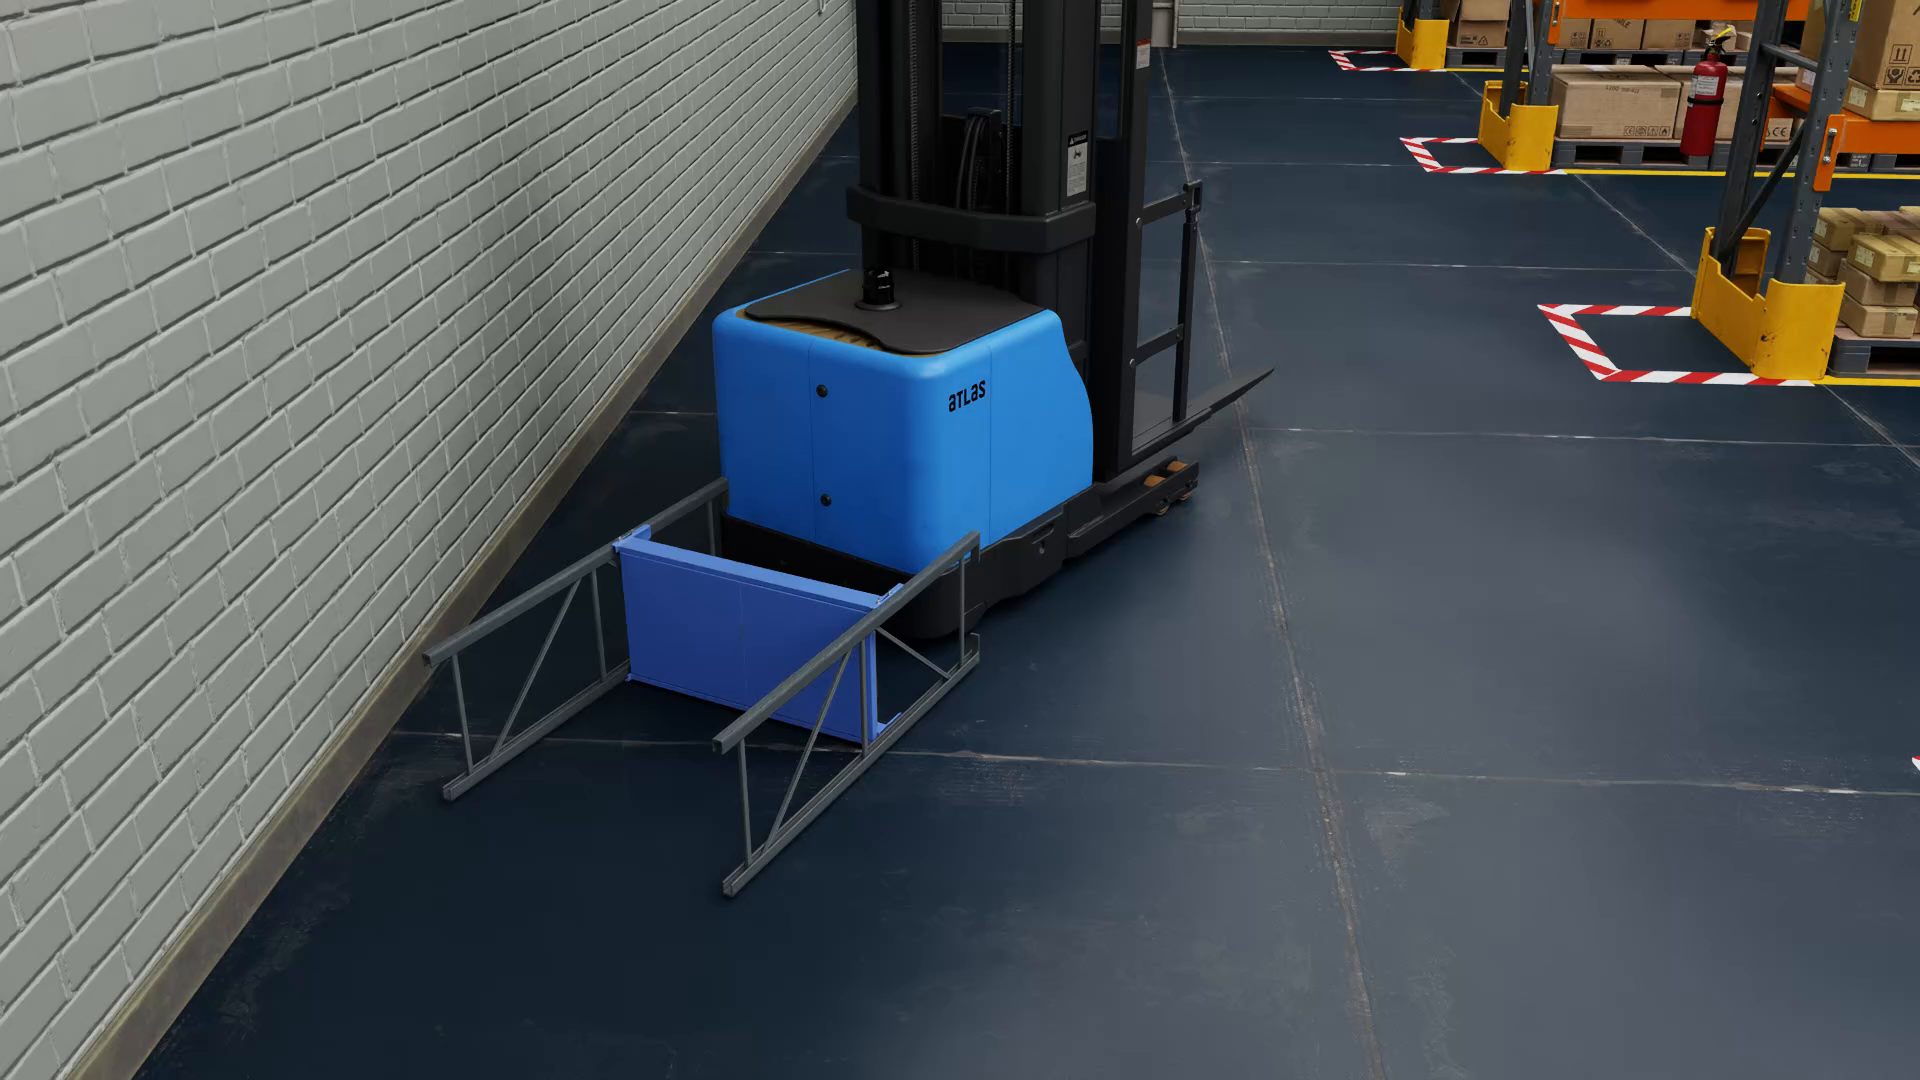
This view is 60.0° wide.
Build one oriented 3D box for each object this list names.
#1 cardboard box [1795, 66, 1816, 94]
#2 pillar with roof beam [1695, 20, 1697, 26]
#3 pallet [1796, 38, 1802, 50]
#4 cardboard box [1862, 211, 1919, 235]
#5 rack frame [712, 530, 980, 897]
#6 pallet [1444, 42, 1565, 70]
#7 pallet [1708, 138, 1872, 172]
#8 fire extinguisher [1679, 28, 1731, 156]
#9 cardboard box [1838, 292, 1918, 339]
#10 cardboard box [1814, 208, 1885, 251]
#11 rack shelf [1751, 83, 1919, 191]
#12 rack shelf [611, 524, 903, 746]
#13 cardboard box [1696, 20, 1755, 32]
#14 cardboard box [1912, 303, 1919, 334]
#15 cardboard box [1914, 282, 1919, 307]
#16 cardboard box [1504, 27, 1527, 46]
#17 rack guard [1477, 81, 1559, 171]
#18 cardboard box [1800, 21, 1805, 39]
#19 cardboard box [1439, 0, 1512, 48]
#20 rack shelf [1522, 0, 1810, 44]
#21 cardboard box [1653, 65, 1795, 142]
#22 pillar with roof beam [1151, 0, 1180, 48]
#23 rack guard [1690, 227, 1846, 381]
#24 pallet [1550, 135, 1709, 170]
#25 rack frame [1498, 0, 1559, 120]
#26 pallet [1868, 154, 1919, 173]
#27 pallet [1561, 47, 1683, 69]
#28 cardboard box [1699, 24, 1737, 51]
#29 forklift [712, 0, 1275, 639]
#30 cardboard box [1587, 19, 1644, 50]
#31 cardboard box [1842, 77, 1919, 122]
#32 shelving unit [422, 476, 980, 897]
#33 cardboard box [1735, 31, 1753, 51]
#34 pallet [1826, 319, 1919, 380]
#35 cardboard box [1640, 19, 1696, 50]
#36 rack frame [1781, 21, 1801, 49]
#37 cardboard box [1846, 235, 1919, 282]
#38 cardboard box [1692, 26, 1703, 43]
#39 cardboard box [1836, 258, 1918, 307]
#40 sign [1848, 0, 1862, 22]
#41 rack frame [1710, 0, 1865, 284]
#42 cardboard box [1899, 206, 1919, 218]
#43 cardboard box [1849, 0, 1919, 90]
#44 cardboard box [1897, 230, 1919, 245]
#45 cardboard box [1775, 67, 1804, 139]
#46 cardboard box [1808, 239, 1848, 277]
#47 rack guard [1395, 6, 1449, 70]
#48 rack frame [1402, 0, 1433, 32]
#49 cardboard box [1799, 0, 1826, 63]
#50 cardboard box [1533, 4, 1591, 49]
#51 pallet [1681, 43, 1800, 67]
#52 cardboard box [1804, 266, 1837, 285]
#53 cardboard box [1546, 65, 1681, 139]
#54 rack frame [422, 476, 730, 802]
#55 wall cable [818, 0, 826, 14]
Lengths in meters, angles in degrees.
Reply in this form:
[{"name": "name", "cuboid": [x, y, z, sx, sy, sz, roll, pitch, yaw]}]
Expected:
[{"name": "cardboard box", "cuboid": [4.595, -2.423, 8.729, 0.250, 0.149, 0.380, 2, 25, 4]}, {"name": "pillar with roof beam", "cuboid": [7.936, -7.766, 12.863, 0.400, 9.000, 9.100, 2, 25, 4]}, {"name": "pallet", "cuboid": [9.704, -5.160, 17.712, 1.213, 0.211, 1.003, 2, 25, 4]}, {"name": "cardboard box", "cuboid": [5.041, -1.653, 8.950, 0.250, 0.149, 0.380, 2, 25, 5]}, {"name": "rack frame", "cuboid": [-0.293, 0.474, 5.075, 0.032, 0.500, 1.500, 12, 27, 25]}, {"name": "pallet", "cuboid": [5.773, -5.271, 17.953, 1.213, 0.211, 1.003, 2, 25, 4]}, {"name": "pallet", "cuboid": [6.542, -3.197, 13.444, 1.213, 0.211, 1.003, 2, 25, 4]}, {"name": "fire extinguisher", "cuboid": [4.032, -2.426, 8.973, 0.183, 0.674, 0.296, 2, 25, 4]}, {"name": "cardboard box", "cuboid": [4.746, -1.176, 8.625, 0.250, 0.149, 0.380, 2, 25, 5]}, {"name": "cardboard box", "cuboid": [4.795, -1.685, 9.019, 0.250, 0.149, 0.380, 2, 25, 5]}, {"name": "rack shelf", "cuboid": [6.242, -2.039, 8.454, 4.000, 0.370, 1.077, 2, 25, 4]}, {"name": "rack shelf", "cuboid": [-0.661, 0.310, 5.433, 1.000, 0.538, 0.185, 12, 27, 25]}, {"name": "cardboard box", "cuboid": [8.250, -5.526, 17.886, 0.500, 0.311, 0.500, 3, 25, 6]}, {"name": "cardboard box", "cuboid": [5.013, -1.201, 8.681, 0.250, 0.149, 0.380, 2, 25, 4]}, {"name": "cardboard box", "cuboid": [5.019, -1.305, 8.550, 0.250, 0.149, 0.380, 2, 25, 4]}, {"name": "cardboard box", "cuboid": [5.926, -5.372, 17.745, 0.250, 0.149, 0.380, 1, 25, 2]}, {"name": "rack guard", "cuboid": [4.502, -3.362, 13.458, 0.348, 0.500, 1.175, 2, 25, 4]}, {"name": "cardboard box", "cuboid": [9.403, -5.600, 17.820, 0.500, 0.500, 0.500, 2, 25, 4]}, {"name": "cardboard box", "cuboid": [5.505, -5.563, 17.735, 0.637, 0.503, 0.797, 1, 25, 2]}, {"name": "rack shelf", "cuboid": [6.520, -4.106, 12.945, 4.000, 0.370, 1.077, 2, 25, 4]}, {"name": "cardboard box", "cuboid": [6.105, -3.518, 13.370, 0.875, 0.438, 0.875, 2, 25, 5]}, {"name": "pillar with roof beam", "cuboid": [1.953, -7.958, 13.280, 0.400, 9.000, 9.100, 2, 25, 4]}, {"name": "rack guard", "cuboid": [4.324, -1.292, 8.960, 0.348, 0.500, 1.175, 2, 25, 4]}, {"name": "pallet", "cuboid": [5.329, -3.237, 13.532, 1.213, 0.211, 1.003, 2, 25, 4]}, {"name": "rack frame", "cuboid": [4.526, -4.496, 12.934, 0.127, 3.000, 1.000, 2, 25, 4]}, {"name": "pallet", "cuboid": [7.762, -3.159, 13.362, 1.213, 0.211, 1.003, 2, 25, 4]}, {"name": "pallet", "cuboid": [6.986, -5.231, 17.866, 1.213, 0.211, 1.003, 2, 25, 4]}, {"name": "cardboard box", "cuboid": [7.957, -5.293, 17.433, 0.258, 0.266, 0.396, 3, 25, 6]}, {"name": "forklift", "cuboid": [0.366, -1.542, 6.595, 1.130, 2.935, 3.031, 17, 30, 32]}, {"name": "cardboard box", "cuboid": [6.874, -5.459, 17.514, 0.500, 0.500, 0.500, 2, 25, 5]}, {"name": "cardboard box", "cuboid": [4.546, -2.169, 8.176, 0.250, 0.149, 0.380, 2, 25, 4]}, {"name": "shelving unit", "cuboid": [-0.744, 0.376, 5.288, 1.048, 0.538, 1.500, 12, 27, 25]}, {"name": "cardboard box", "cuboid": [8.313, -5.228, 17.432, 0.250, 0.149, 0.380, 1, 25, 2]}, {"name": "pallet", "cuboid": [5.131, -1.120, 8.932, 1.213, 0.211, 1.003, 2, 25, 4]}, {"name": "cardboard box", "cuboid": [7.389, -5.485, 17.569, 0.500, 0.500, 0.700, 1, 25, 2]}, {"name": "rack frame", "cuboid": [8.891, -6.437, 17.152, 0.127, 3.000, 1.000, 2, 25, 4]}, {"name": "cardboard box", "cuboid": [4.744, -1.438, 8.482, 0.250, 0.149, 0.380, 1, 25, 2]}, {"name": "cardboard box", "cuboid": [7.818, -5.467, 17.950, 0.250, 0.149, 0.380, 2, 25, 3]}, {"name": "cardboard box", "cuboid": [4.751, -1.337, 8.620, 0.250, 0.149, 0.380, 3, 25, 6]}, {"name": "sign", "cuboid": [4.206, -2.597, 7.770, 0.005, 0.325, 0.100, 2, 25, 4]}, {"name": "rack frame", "cuboid": [4.248, -2.430, 8.443, 0.127, 3.000, 1.000, 2, 25, 4]}, {"name": "cardboard box", "cuboid": [5.309, -1.697, 9.047, 0.250, 0.149, 0.380, 1, 25, 3]}, {"name": "cardboard box", "cuboid": [4.674, -2.481, 8.078, 0.500, 0.500, 0.500, 3, 25, 6]}, {"name": "cardboard box", "cuboid": [5.028, -1.479, 8.572, 0.250, 0.149, 0.380, 2, 25, 5]}, {"name": "cardboard box", "cuboid": [7.004, -3.489, 13.306, 0.875, 0.438, 0.875, 1, 25, 2]}, {"name": "cardboard box", "cuboid": [4.796, -1.563, 9.111, 0.250, 0.149, 0.380, 1, 25, 3]}, {"name": "rack guard", "cuboid": [4.978, -5.427, 17.947, 0.348, 0.500, 1.175, 2, 25, 4]}, {"name": "rack frame", "cuboid": [4.902, -6.565, 17.430, 0.127, 3.000, 1.000, 2, 25, 4]}, {"name": "cardboard box", "cuboid": [4.716, -2.704, 8.562, 0.500, 0.500, 0.500, 2, 25, 5]}, {"name": "cardboard box", "cuboid": [6.354, -5.518, 17.641, 0.500, 0.500, 0.700, 3, 25, 6]}, {"name": "pallet", "cuboid": [8.206, -5.193, 17.783, 1.213, 0.211, 1.003, 2, 25, 4]}, {"name": "cardboard box", "cuboid": [4.789, -1.396, 9.103, 0.250, 0.149, 0.380, 2, 25, 5]}, {"name": "cardboard box", "cuboid": [5.192, -3.544, 13.426, 0.875, 0.438, 0.875, 1, 25, 2]}, {"name": "rack frame", "cuboid": [-1.195, 0.278, 5.501, 0.032, 0.500, 1.500, 12, 27, 25]}, {"name": "wall cable", "cuboid": [-1.098, -5.143, 13.086, 0.123, 1.953, 0.585, 2, 25, 4]}]
